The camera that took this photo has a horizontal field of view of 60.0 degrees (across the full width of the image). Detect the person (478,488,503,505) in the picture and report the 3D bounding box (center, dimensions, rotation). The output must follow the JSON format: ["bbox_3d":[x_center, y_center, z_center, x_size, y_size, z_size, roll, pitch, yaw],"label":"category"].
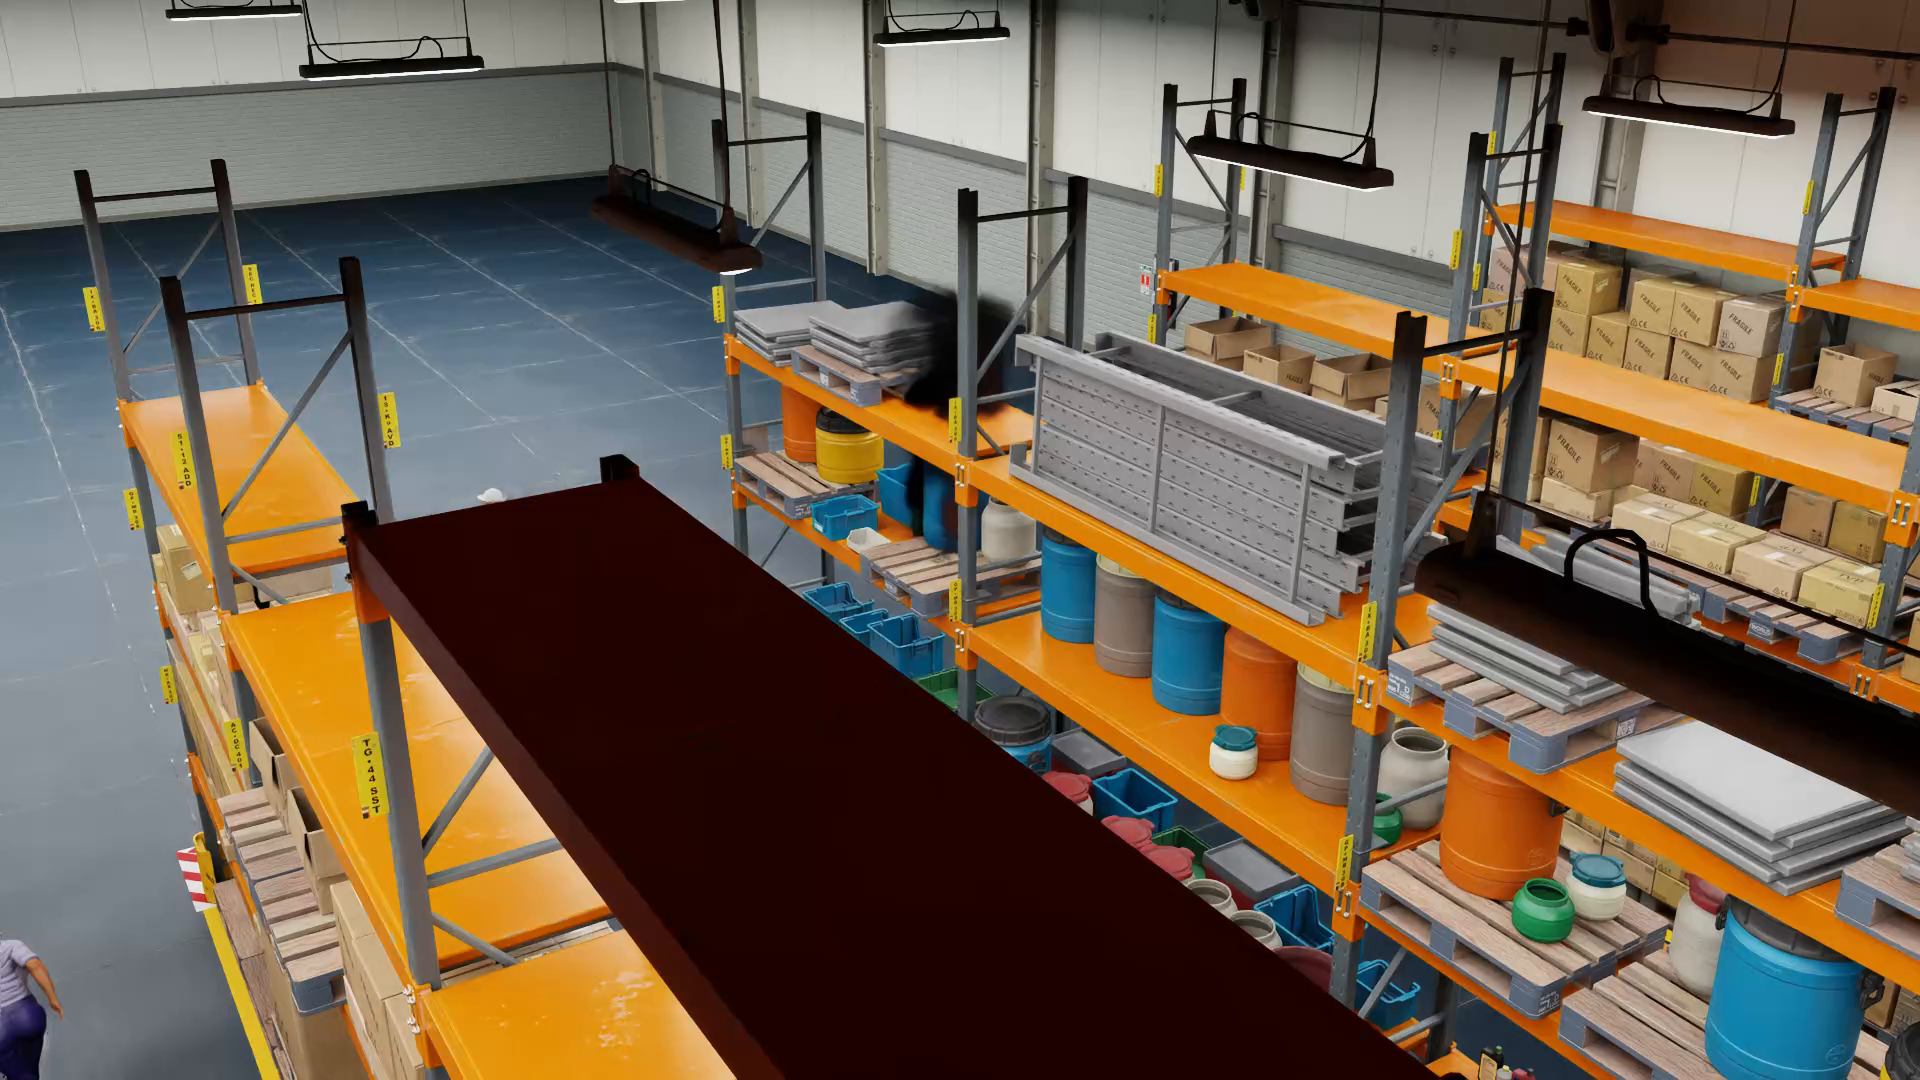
[{"bbox_3d":[-4.968,0.229,18.538,0.705,1.730,0.684,-4,22,-9],"label":"person"}]

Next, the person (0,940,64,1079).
[{"bbox_3d":[-6.351,3.298,11.148,0.605,1.479,1.064,-16,27,-35],"label":"person"}]
